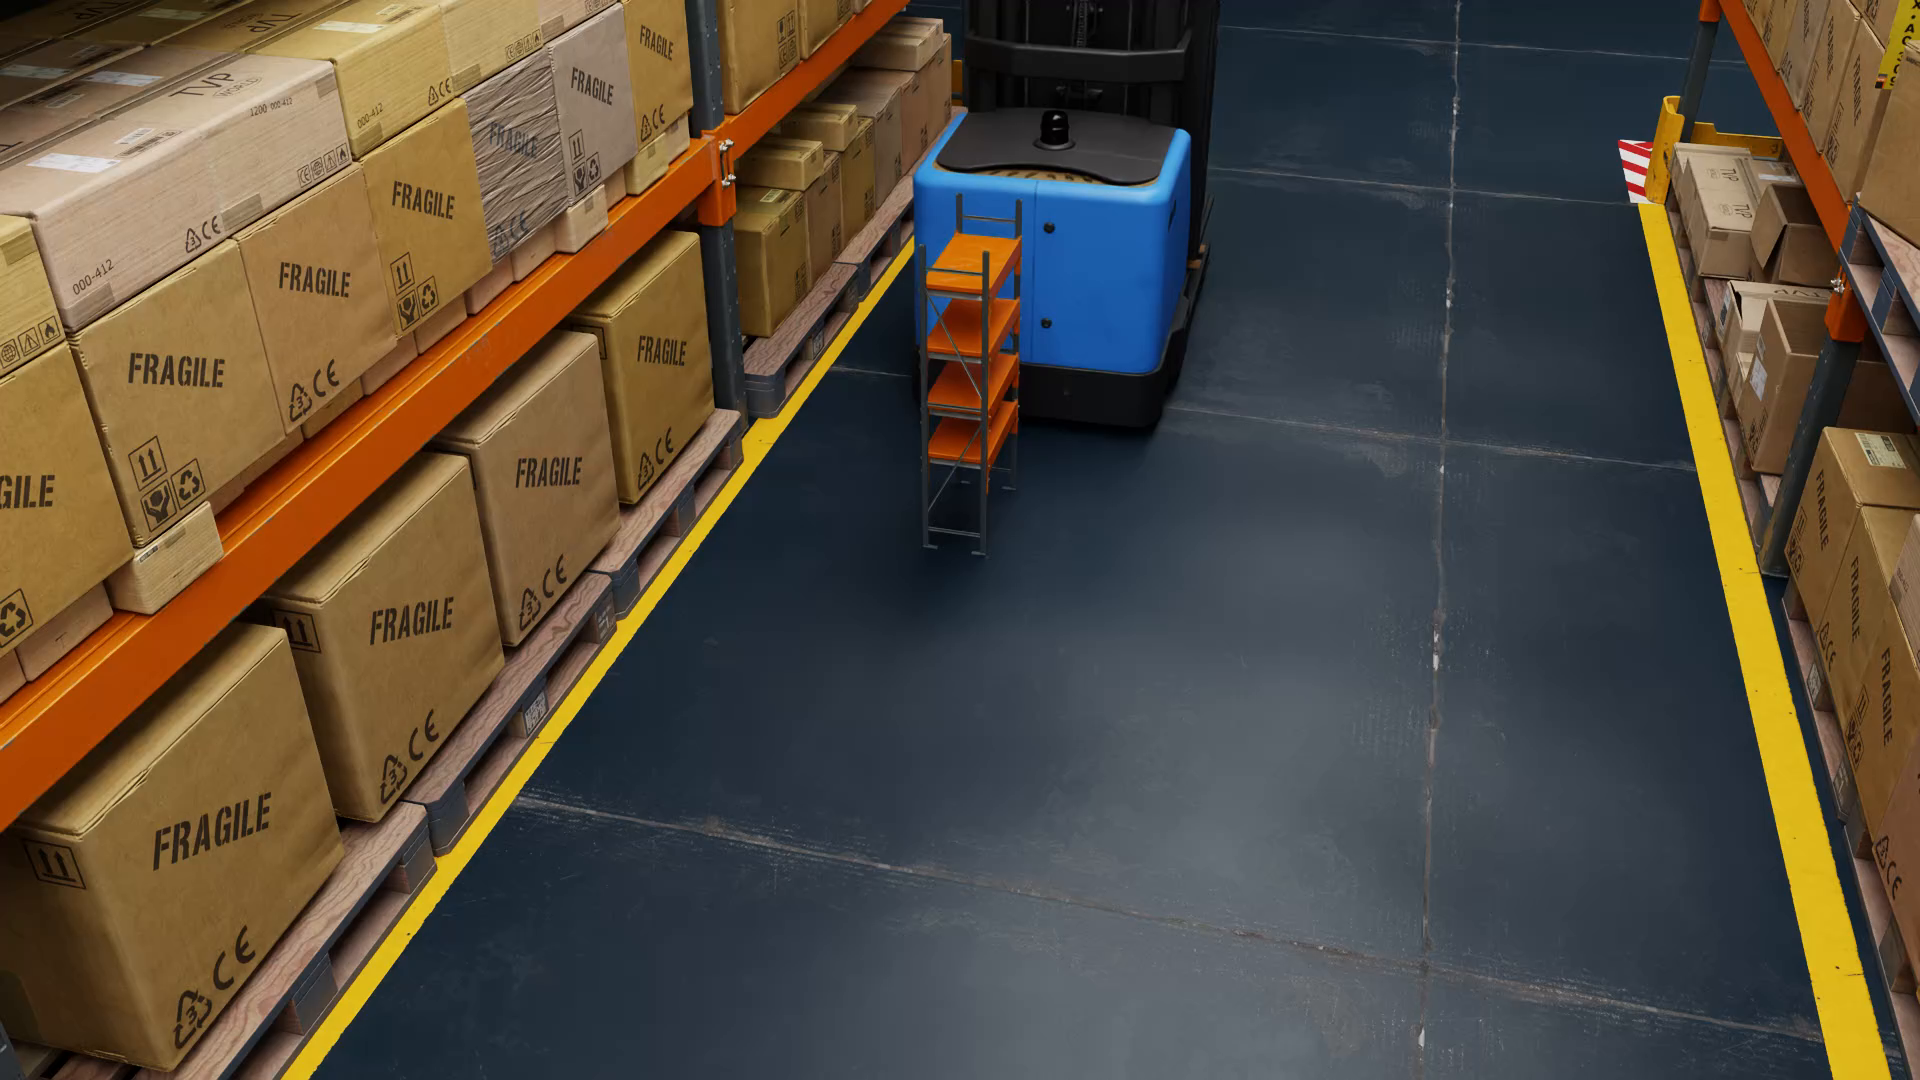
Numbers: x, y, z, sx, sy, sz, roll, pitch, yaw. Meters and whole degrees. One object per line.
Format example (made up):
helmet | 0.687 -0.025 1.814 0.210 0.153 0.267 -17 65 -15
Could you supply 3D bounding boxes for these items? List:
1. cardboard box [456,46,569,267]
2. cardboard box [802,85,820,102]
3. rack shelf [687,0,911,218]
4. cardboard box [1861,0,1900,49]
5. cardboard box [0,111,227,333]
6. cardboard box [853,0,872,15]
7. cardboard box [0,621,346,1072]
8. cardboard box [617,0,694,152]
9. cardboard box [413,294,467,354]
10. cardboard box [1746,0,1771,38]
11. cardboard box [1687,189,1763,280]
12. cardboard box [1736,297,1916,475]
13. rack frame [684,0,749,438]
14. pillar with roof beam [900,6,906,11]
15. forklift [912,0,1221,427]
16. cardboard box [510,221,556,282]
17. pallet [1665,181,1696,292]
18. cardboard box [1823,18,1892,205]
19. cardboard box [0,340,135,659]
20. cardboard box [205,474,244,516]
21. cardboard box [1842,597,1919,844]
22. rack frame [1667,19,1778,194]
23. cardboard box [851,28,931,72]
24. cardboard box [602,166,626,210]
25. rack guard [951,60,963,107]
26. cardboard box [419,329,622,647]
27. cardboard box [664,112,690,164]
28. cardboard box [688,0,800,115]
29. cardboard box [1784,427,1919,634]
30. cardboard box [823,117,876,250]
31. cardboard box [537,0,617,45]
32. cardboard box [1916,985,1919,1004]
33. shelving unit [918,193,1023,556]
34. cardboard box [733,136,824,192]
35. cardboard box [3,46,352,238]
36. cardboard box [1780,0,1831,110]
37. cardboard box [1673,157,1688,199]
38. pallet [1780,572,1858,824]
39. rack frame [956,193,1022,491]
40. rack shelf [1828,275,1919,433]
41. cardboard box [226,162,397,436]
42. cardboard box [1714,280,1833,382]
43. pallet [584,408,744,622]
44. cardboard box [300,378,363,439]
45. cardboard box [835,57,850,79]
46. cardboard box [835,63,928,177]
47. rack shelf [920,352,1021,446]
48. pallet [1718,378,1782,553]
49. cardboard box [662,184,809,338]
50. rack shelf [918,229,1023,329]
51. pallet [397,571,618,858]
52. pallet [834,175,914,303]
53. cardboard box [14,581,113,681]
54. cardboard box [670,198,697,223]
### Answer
cardboard box | -1.513 -1.145 4.866 0.500 0.500 0.500 8 33 12
cardboard box | -0.932 -2.297 8.402 0.380 0.149 0.250 8 33 13
rack shelf | -0.877 -2.503 8.062 1.077 0.370 4.000 8 33 12
cardboard box | 3.286 -1.858 5.351 0.500 0.500 0.500 8 33 13
cardboard box | -1.899 -0.665 3.412 0.500 0.250 0.500 8 33 12
cardboard box | -0.865 -2.931 7.786 0.980 0.700 0.700 6 33 10
cardboard box | -2.086 0.673 4.007 0.750 0.750 0.750 8 33 12
cardboard box | -1.258 -1.671 5.693 0.500 0.500 0.500 8 33 12
cardboard box | -1.640 -0.667 4.719 0.380 0.149 0.250 9 34 14
cardboard box | 3.800 -2.491 7.279 0.500 0.500 0.500 8 33 12
cardboard box | 3.757 -1.435 7.864 0.500 0.250 0.500 8 33 12
cardboard box | 3.278 -0.561 6.257 0.500 0.500 0.500 8 33 12
rack frame | -1.384 -1.769 6.236 1.000 3.000 0.127 8 33 12
pillar with roof beam | 3.643 -7.309 9.359 9.100 9.000 0.400 8 33 12
forklift | 0.634 -2.483 7.424 1.130 2.935 3.031 7 33 11
cardboard box | -1.483 -0.932 5.135 0.380 0.149 0.250 8 33 12
pallet | 4.203 -1.542 8.478 1.003 0.211 1.213 8 33 12
cardboard box | 3.287 -1.433 5.614 0.500 0.500 0.500 9 33 13
cardboard box | -2.029 -0.086 3.201 0.500 0.500 0.500 9 34 14
cardboard box | -1.926 -0.138 3.886 0.380 0.149 0.250 8 33 12
cardboard box | 2.791 0.528 4.544 0.500 0.500 0.500 8 33 13
rack frame | 4.423 -3.172 8.443 1.000 3.000 0.127 8 33 12
cardboard box | -0.371 -2.639 8.940 0.380 0.149 0.250 9 34 14
cardboard box | -1.347 -1.195 5.549 0.380 0.149 0.250 9 34 14
rack guard | -0.363 -2.802 10.191 1.175 0.500 0.348 8 33 12
cardboard box | -1.646 -0.222 5.415 0.750 0.750 0.750 9 34 14
cardboard box | -1.196 -1.457 5.961 0.380 0.149 0.250 8 33 13
cardboard box | -1.231 -2.174 6.595 0.980 0.700 0.700 9 33 13
cardboard box | 3.050 -0.009 5.388 0.500 0.500 0.500 7 33 10
cardboard box | -0.832 -1.791 8.210 0.700 0.500 0.500 9 33 14
cardboard box | -1.394 -1.720 5.072 0.500 0.250 0.500 9 33 13
cardboard box | 2.535 1.063 3.702 0.500 0.500 0.500 7 33 11
shelving unit | 0.042 -0.592 6.063 0.258 1.200 0.503 8 33 12
cardboard box | -0.832 -1.692 7.449 0.380 0.149 0.250 9 34 14
cardboard box | -1.776 -0.925 3.821 0.500 0.250 0.500 8 33 13
cardboard box | 3.544 -1.967 6.455 0.500 0.500 0.500 9 33 13
cardboard box | 3.921 -1.862 8.613 0.380 0.166 0.250 8 33 12
pallet | 3.238 0.508 5.254 1.003 0.211 1.213 8 33 12
rack frame | 0.104 -0.719 6.262 0.240 1.200 0.015 8 33 12
rack shelf | 2.901 0.245 3.739 1.077 0.370 4.000 8 33 12
cardboard box | -1.760 -0.614 4.031 0.500 0.500 0.500 8 33 12
cardboard box | 3.469 -0.871 6.920 0.500 0.311 0.500 8 33 12
pallet | -1.507 -0.181 6.338 1.003 0.211 1.213 8 33 12
cardboard box | -1.792 -0.406 4.308 0.380 0.149 0.250 9 33 13
cardboard box | -0.804 -2.563 8.819 0.380 0.149 0.250 8 33 13
cardboard box | -0.577 -2.330 9.058 0.700 0.500 0.500 8 33 12
rack shelf | 0.042 -0.535 6.099 0.258 0.148 0.480 8 33 12
pallet | 3.583 -0.275 6.487 1.003 0.211 1.213 8 33 12
cardboard box | -1.095 -1.265 7.382 0.700 0.500 0.500 8 33 13
rack shelf | 0.042 -0.924 5.852 0.258 0.148 0.480 8 33 12
pallet | -1.815 0.454 5.339 1.003 0.211 1.213 8 33 12
pallet | -0.808 -1.611 8.587 1.003 0.211 1.213 8 33 12
cardboard box | -2.019 0.136 3.456 0.380 0.149 0.250 8 33 13
cardboard box | -1.324 -1.491 7.133 0.380 0.149 0.250 8 33 12
